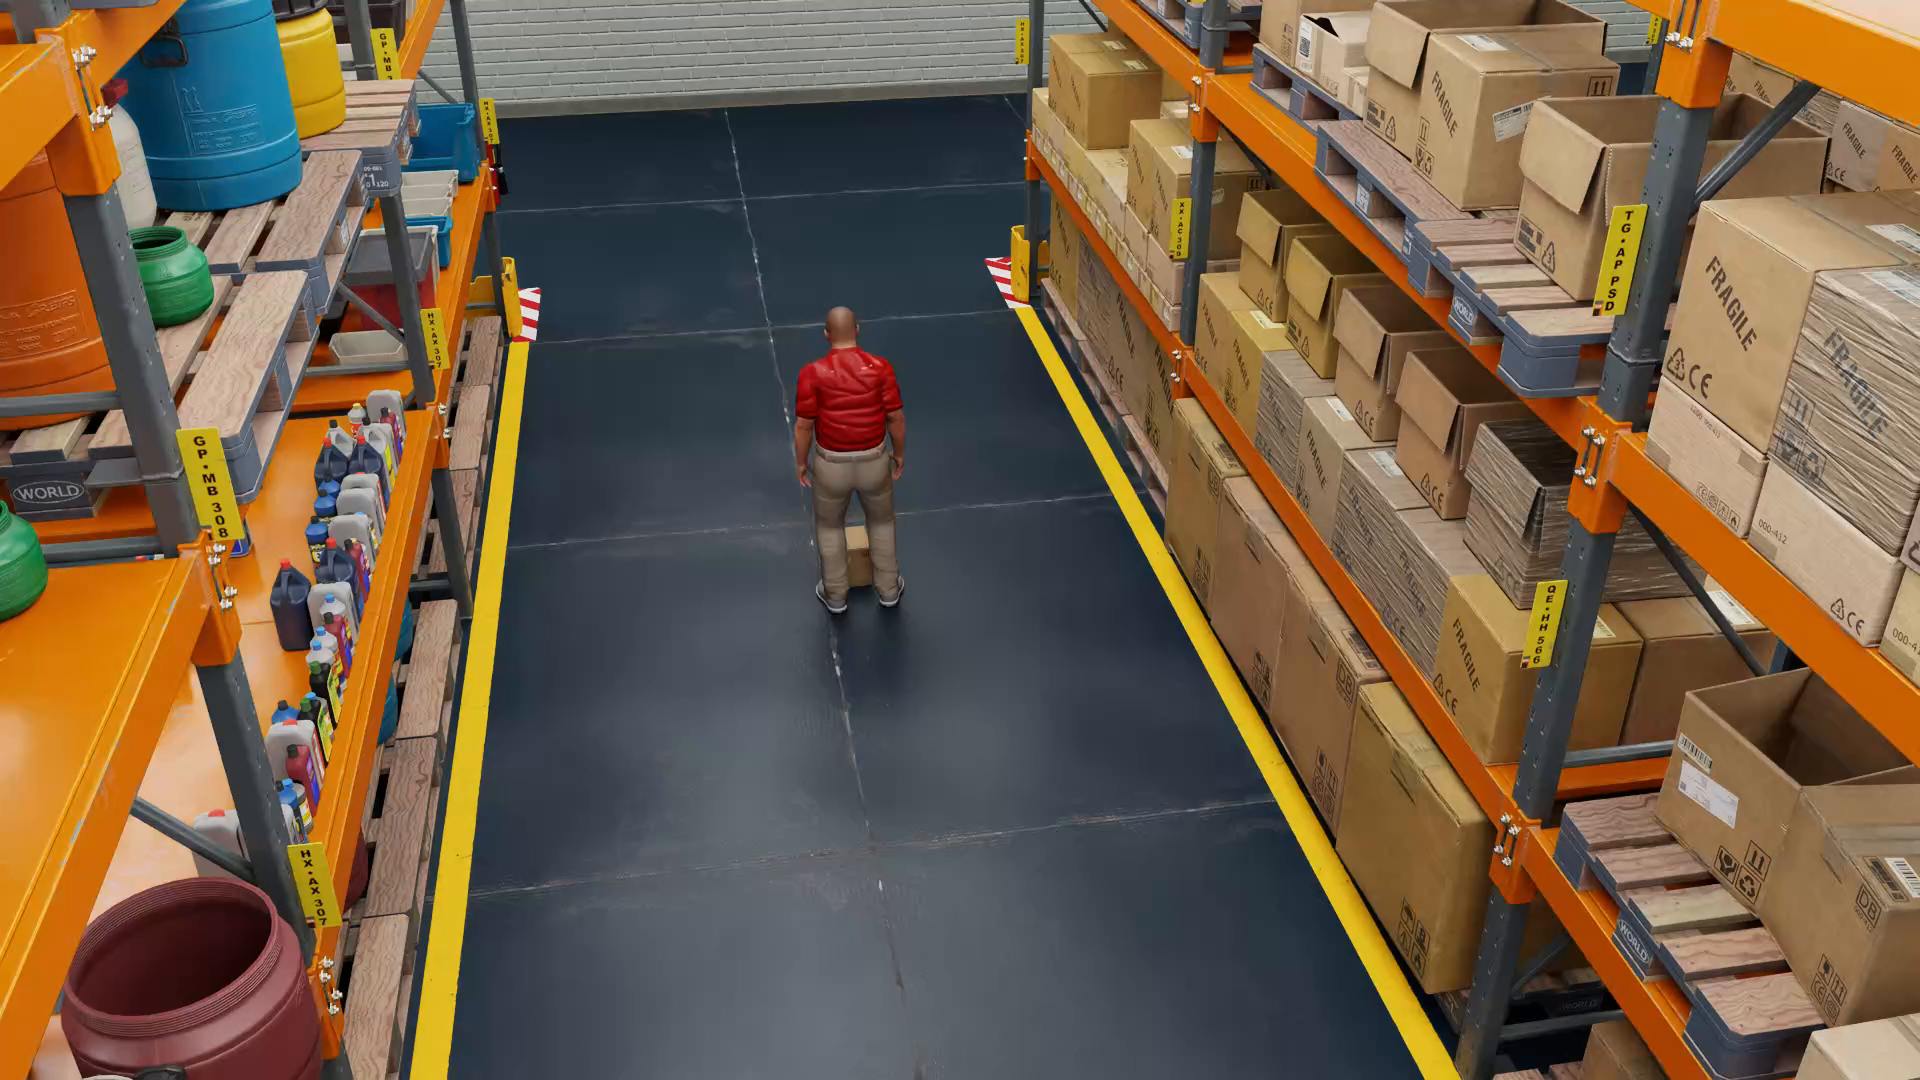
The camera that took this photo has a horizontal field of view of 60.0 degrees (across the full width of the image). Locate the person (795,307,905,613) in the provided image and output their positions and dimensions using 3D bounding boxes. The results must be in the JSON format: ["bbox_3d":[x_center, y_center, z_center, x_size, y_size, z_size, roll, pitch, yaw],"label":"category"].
[{"bbox_3d":[-0.580,-0.412,8.850,0.587,1.727,0.394,-5,31,-9],"label":"person"}]
